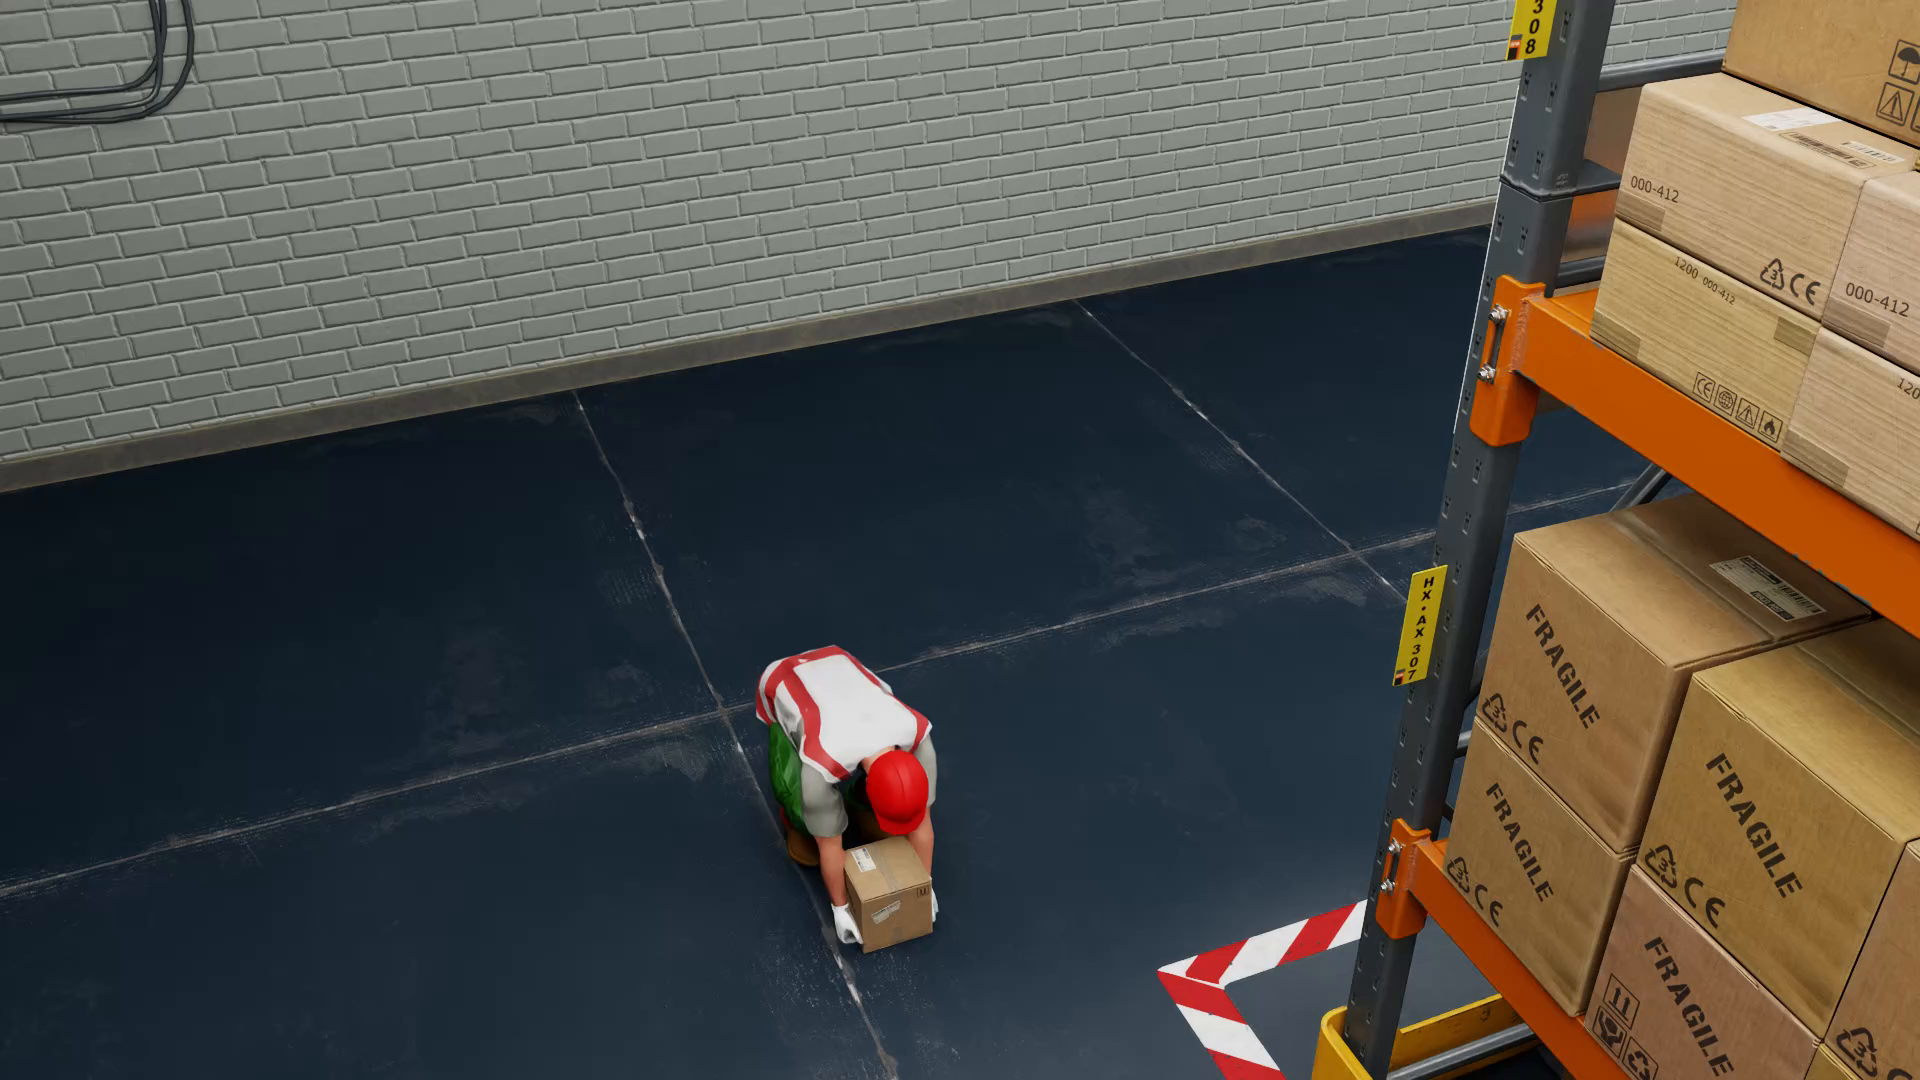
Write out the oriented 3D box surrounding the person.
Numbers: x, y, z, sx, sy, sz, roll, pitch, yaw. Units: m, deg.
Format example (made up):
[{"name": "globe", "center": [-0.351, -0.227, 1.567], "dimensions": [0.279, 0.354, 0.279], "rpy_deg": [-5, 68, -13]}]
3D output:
[{"name": "person", "center": [-0.380, 0.819, 5.757], "dimensions": [0.527, 0.734, 0.958], "rpy_deg": [-14, 36, -20]}]
